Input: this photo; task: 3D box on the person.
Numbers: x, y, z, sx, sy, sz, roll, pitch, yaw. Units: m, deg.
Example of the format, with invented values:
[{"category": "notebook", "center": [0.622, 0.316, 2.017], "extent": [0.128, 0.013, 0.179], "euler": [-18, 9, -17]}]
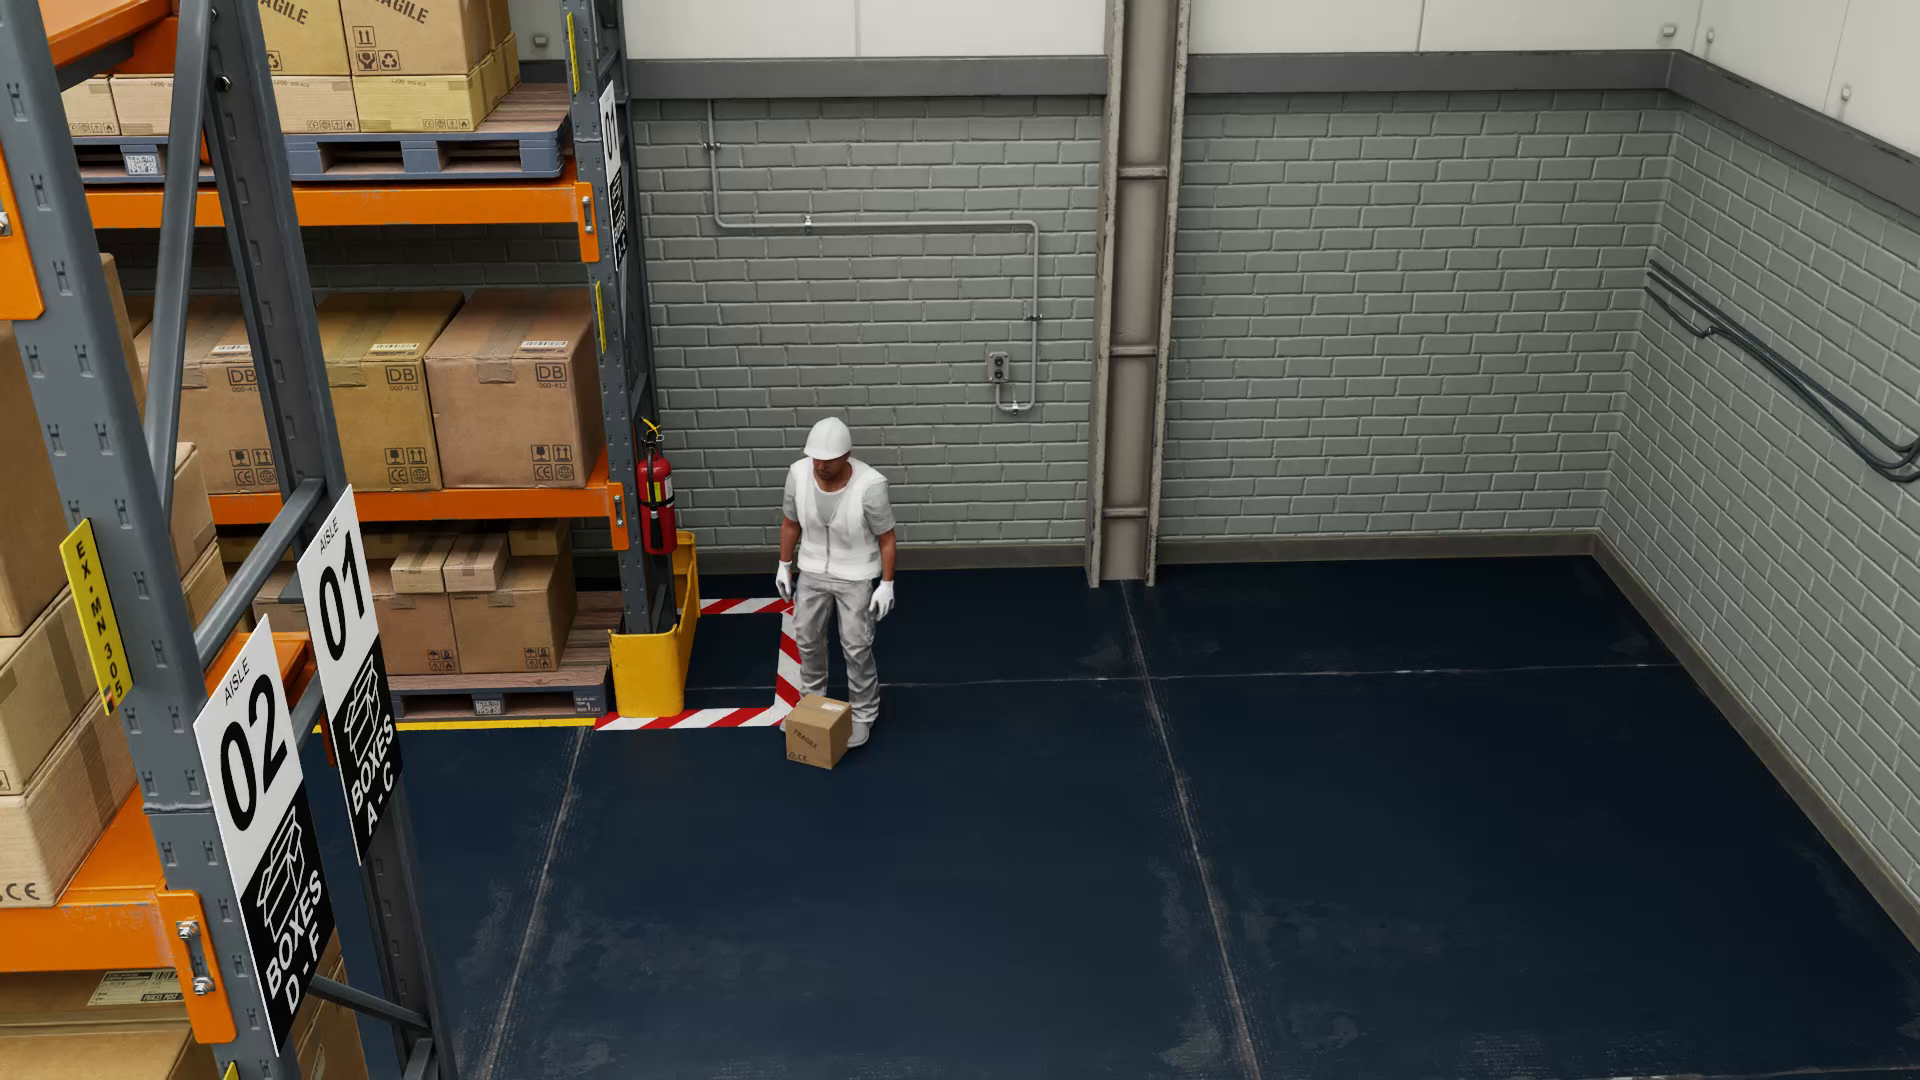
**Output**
[{"category": "person", "center": [-0.616, 0.193, 8.236], "extent": [0.625, 1.772, 0.452], "euler": [10, 29, 18]}]
